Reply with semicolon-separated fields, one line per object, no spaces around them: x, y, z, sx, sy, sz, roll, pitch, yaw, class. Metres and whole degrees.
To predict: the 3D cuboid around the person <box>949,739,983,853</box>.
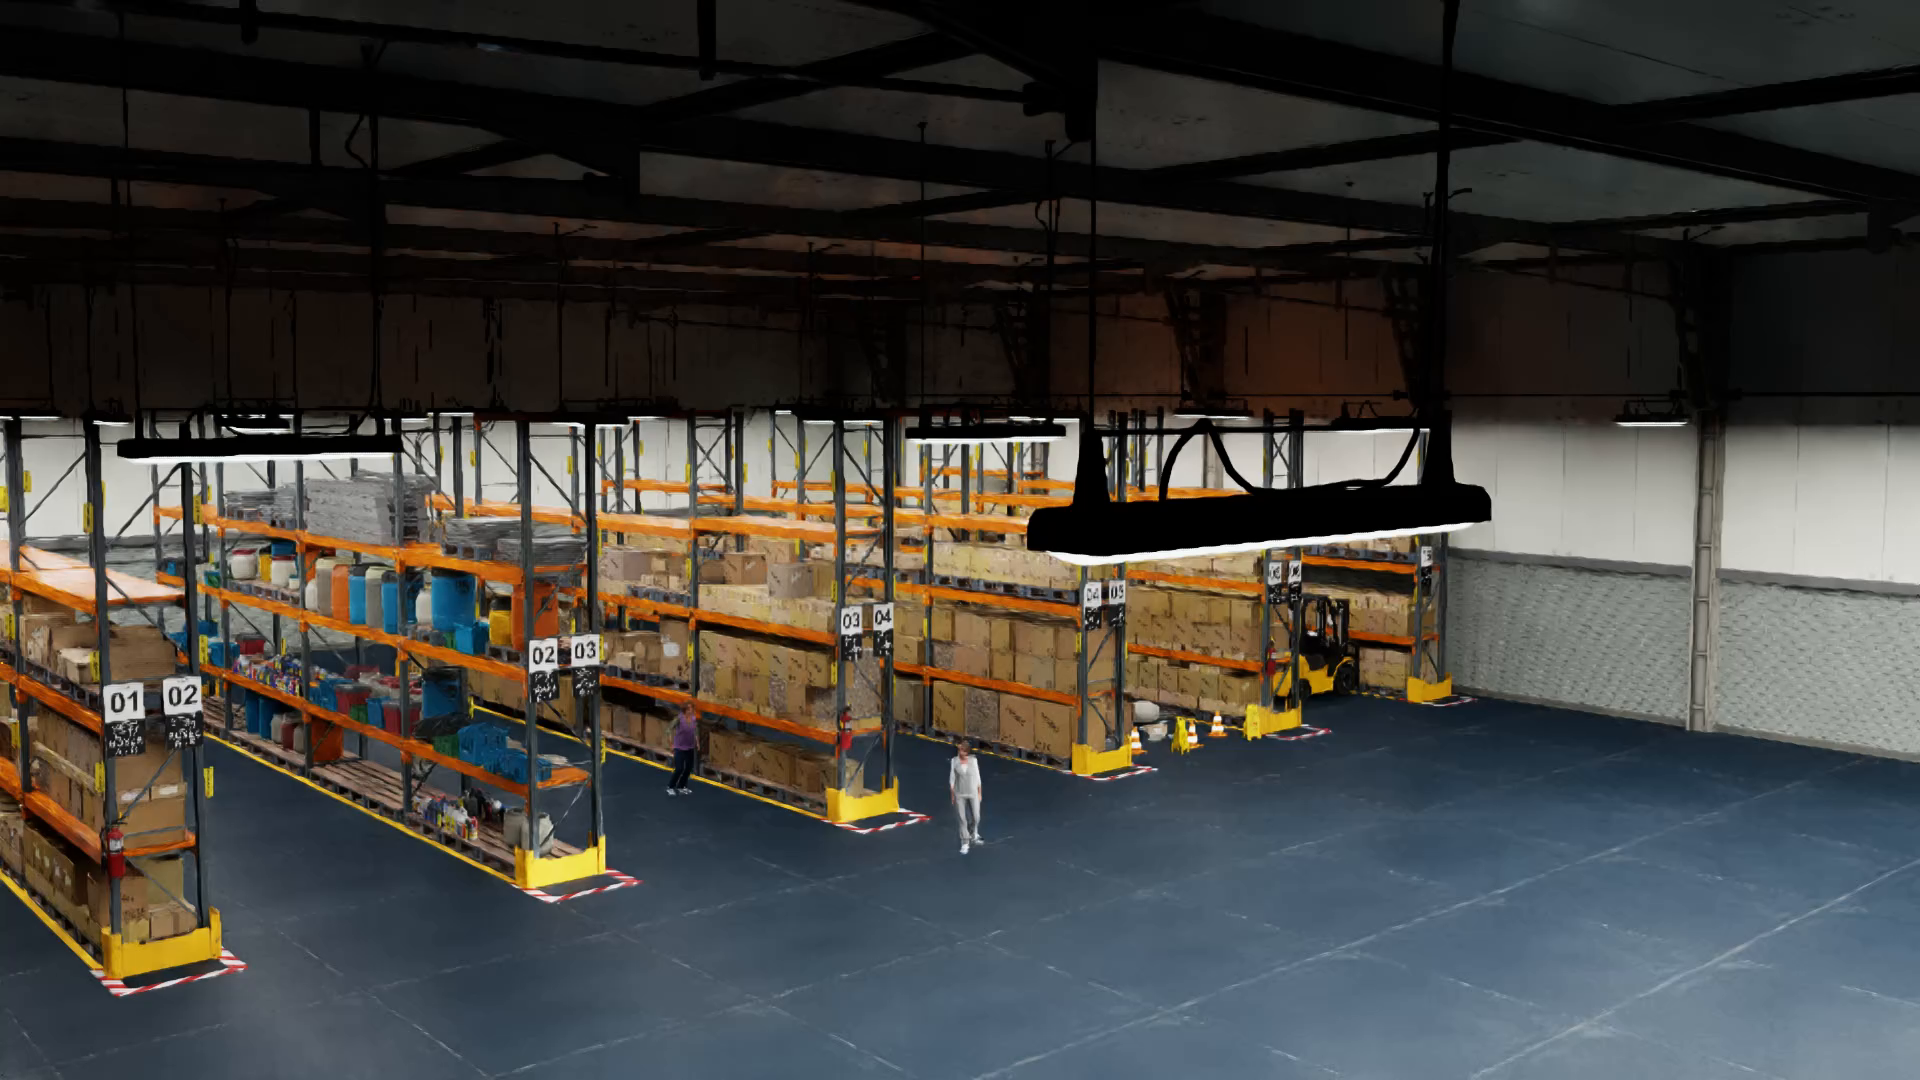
0.087;3.520;23.056;0.474;1.588;0.501;0;5;-3;person

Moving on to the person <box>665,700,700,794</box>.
-4.381;3.282;26.235;0.566;1.508;0.519;-5;7;-43;person

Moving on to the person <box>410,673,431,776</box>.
-8.985;3.061;27.718;0.452;1.676;0.602;-3;6;-33;person
